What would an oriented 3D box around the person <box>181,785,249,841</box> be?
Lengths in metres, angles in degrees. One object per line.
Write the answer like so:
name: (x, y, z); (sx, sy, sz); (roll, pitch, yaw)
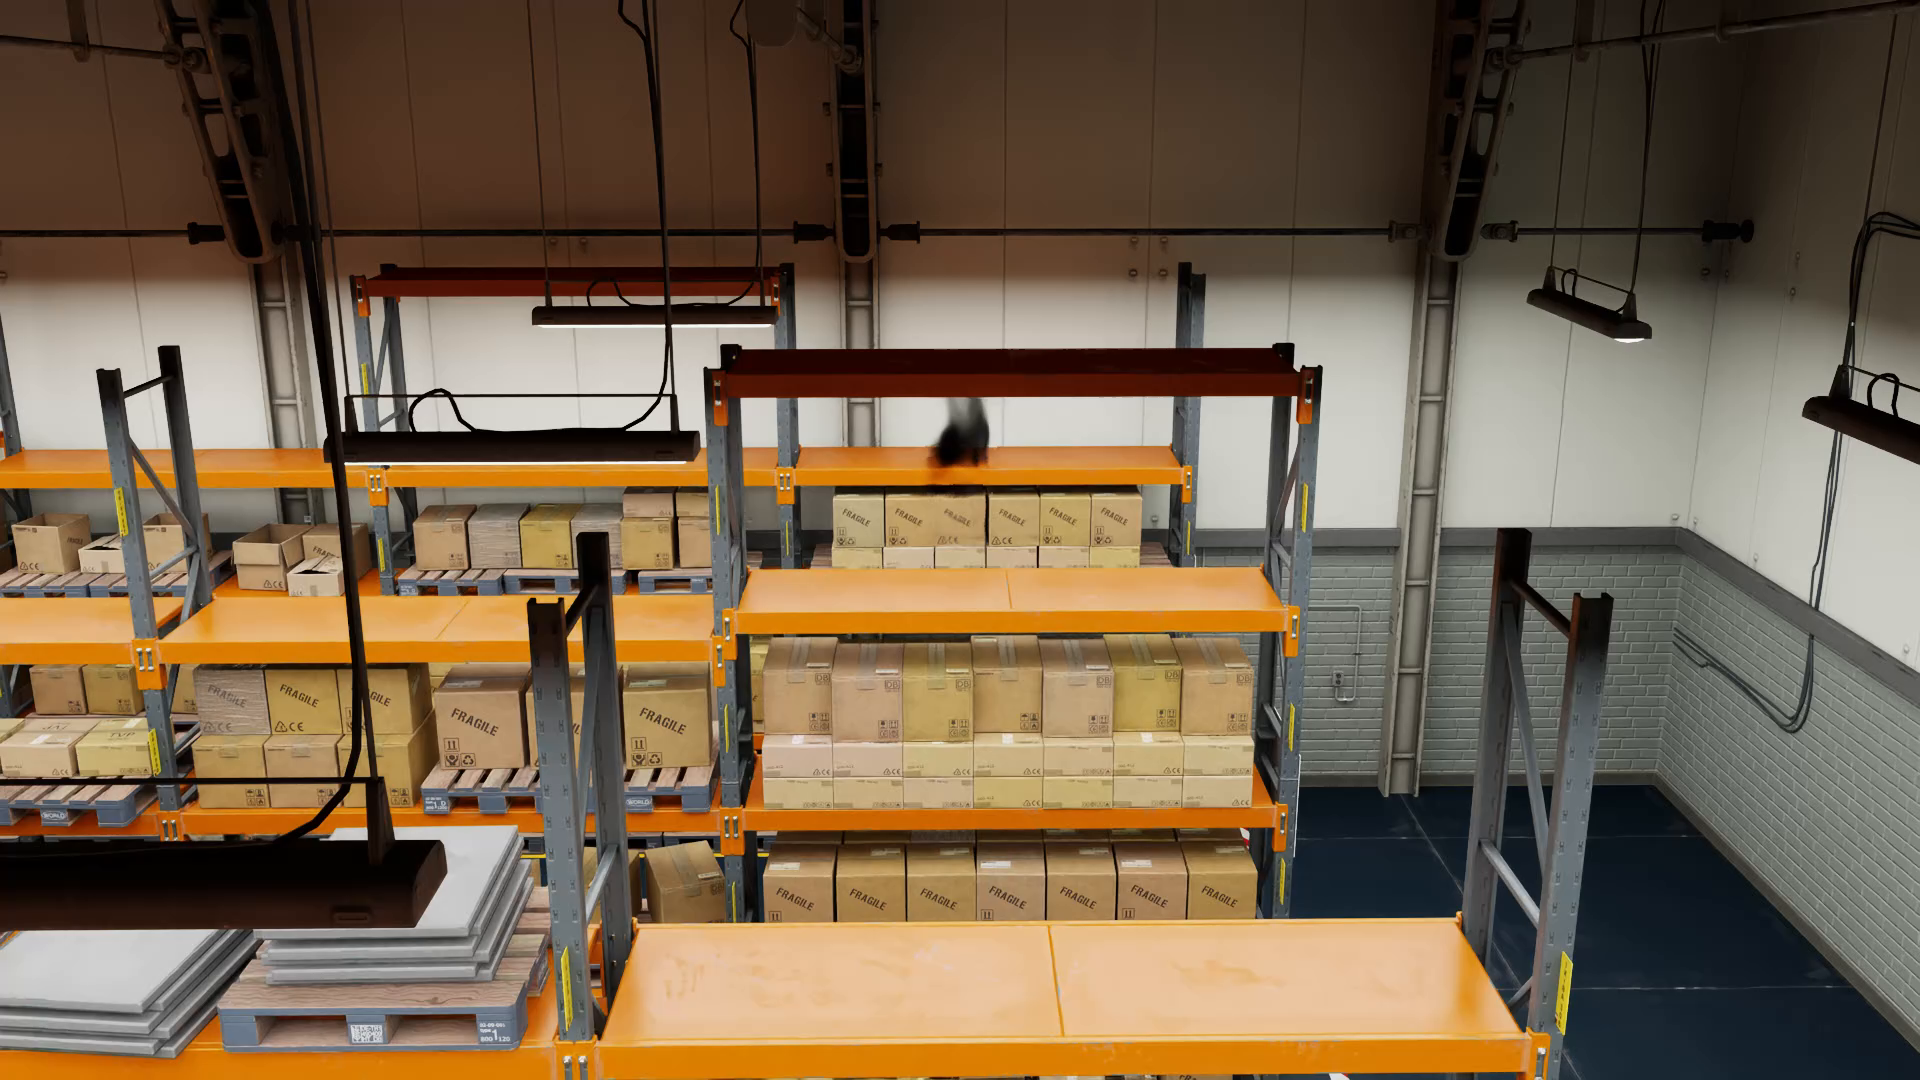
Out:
person: (-6.928, 2.995, 15.337); (0.752, 1.615, 0.551); (0, 16, -1)
